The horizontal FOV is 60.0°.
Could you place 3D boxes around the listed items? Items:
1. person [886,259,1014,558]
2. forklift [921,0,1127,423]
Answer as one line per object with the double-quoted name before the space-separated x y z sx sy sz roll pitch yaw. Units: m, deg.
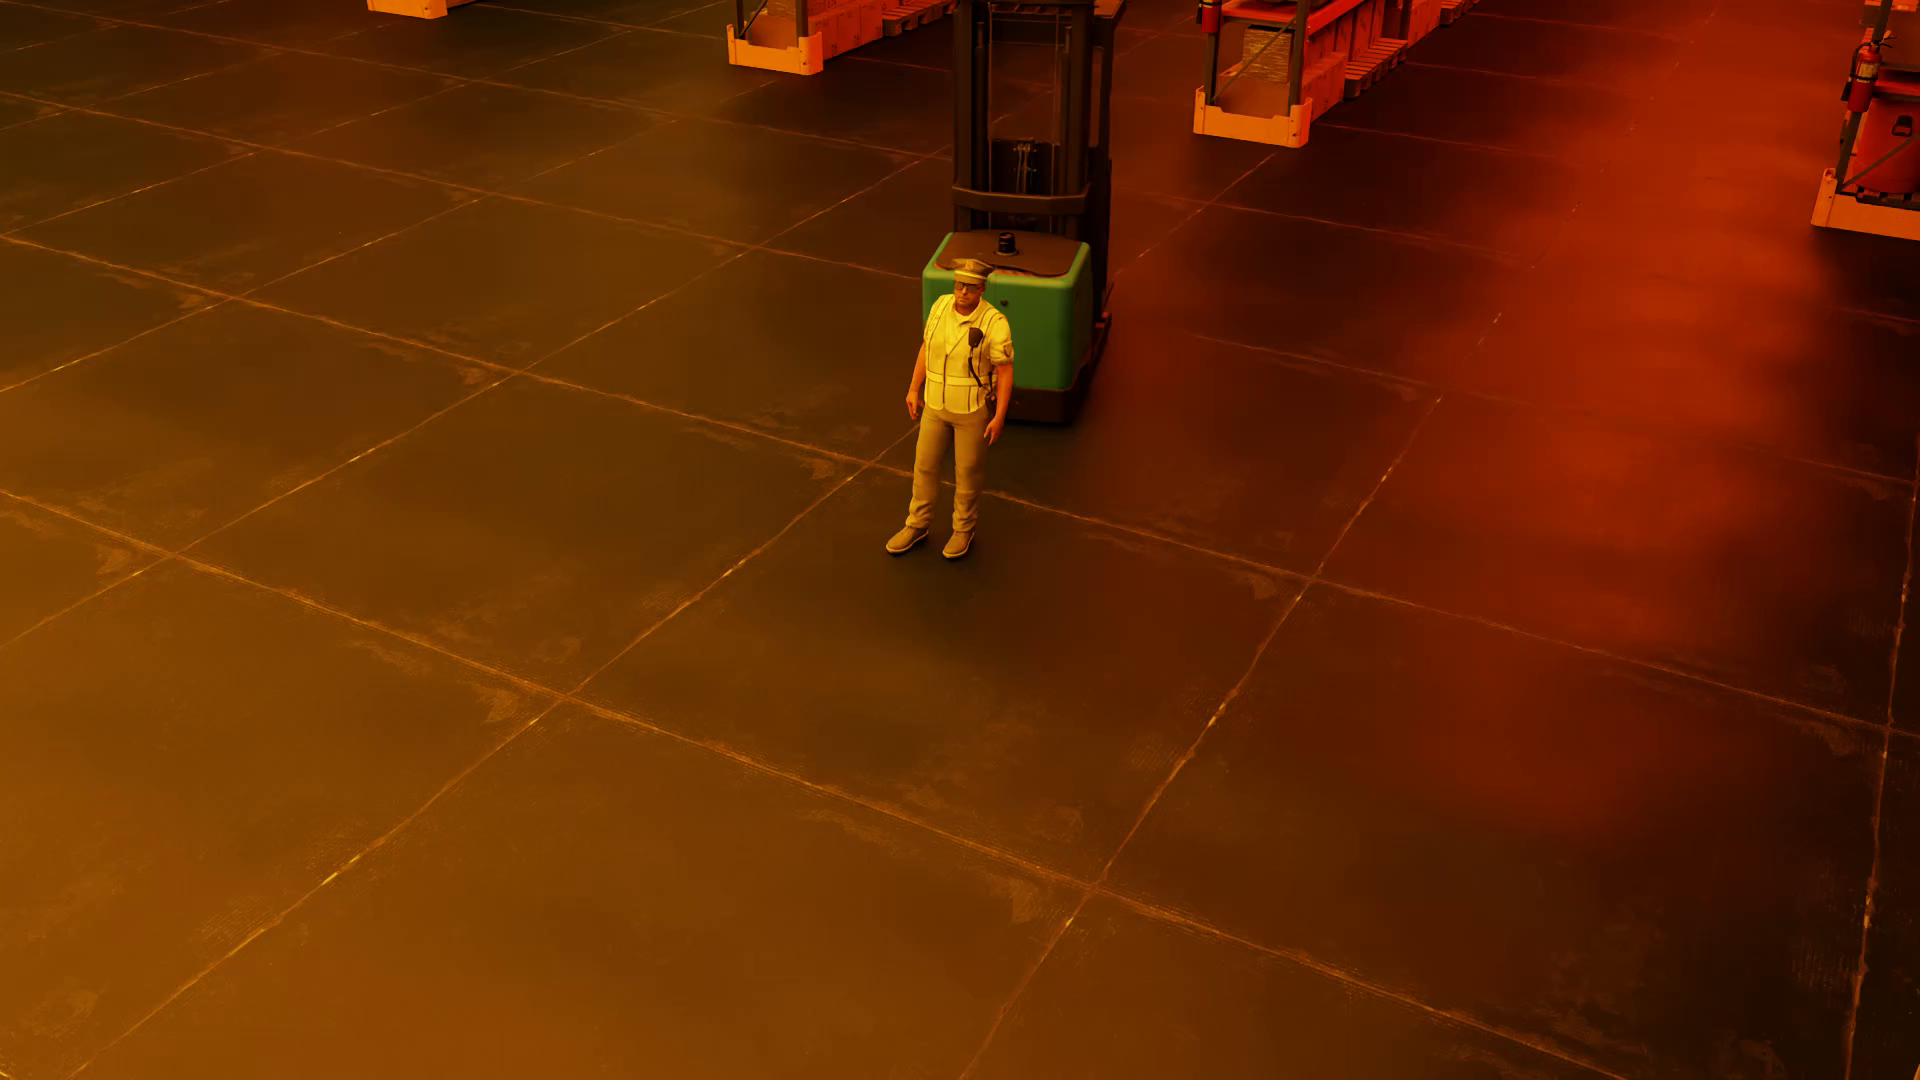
"person" -0.048 -0.746 9.499 0.641 1.779 0.574 15 33 25
"forklift" 0.548 -2.780 11.888 1.130 2.935 3.031 6 31 11
